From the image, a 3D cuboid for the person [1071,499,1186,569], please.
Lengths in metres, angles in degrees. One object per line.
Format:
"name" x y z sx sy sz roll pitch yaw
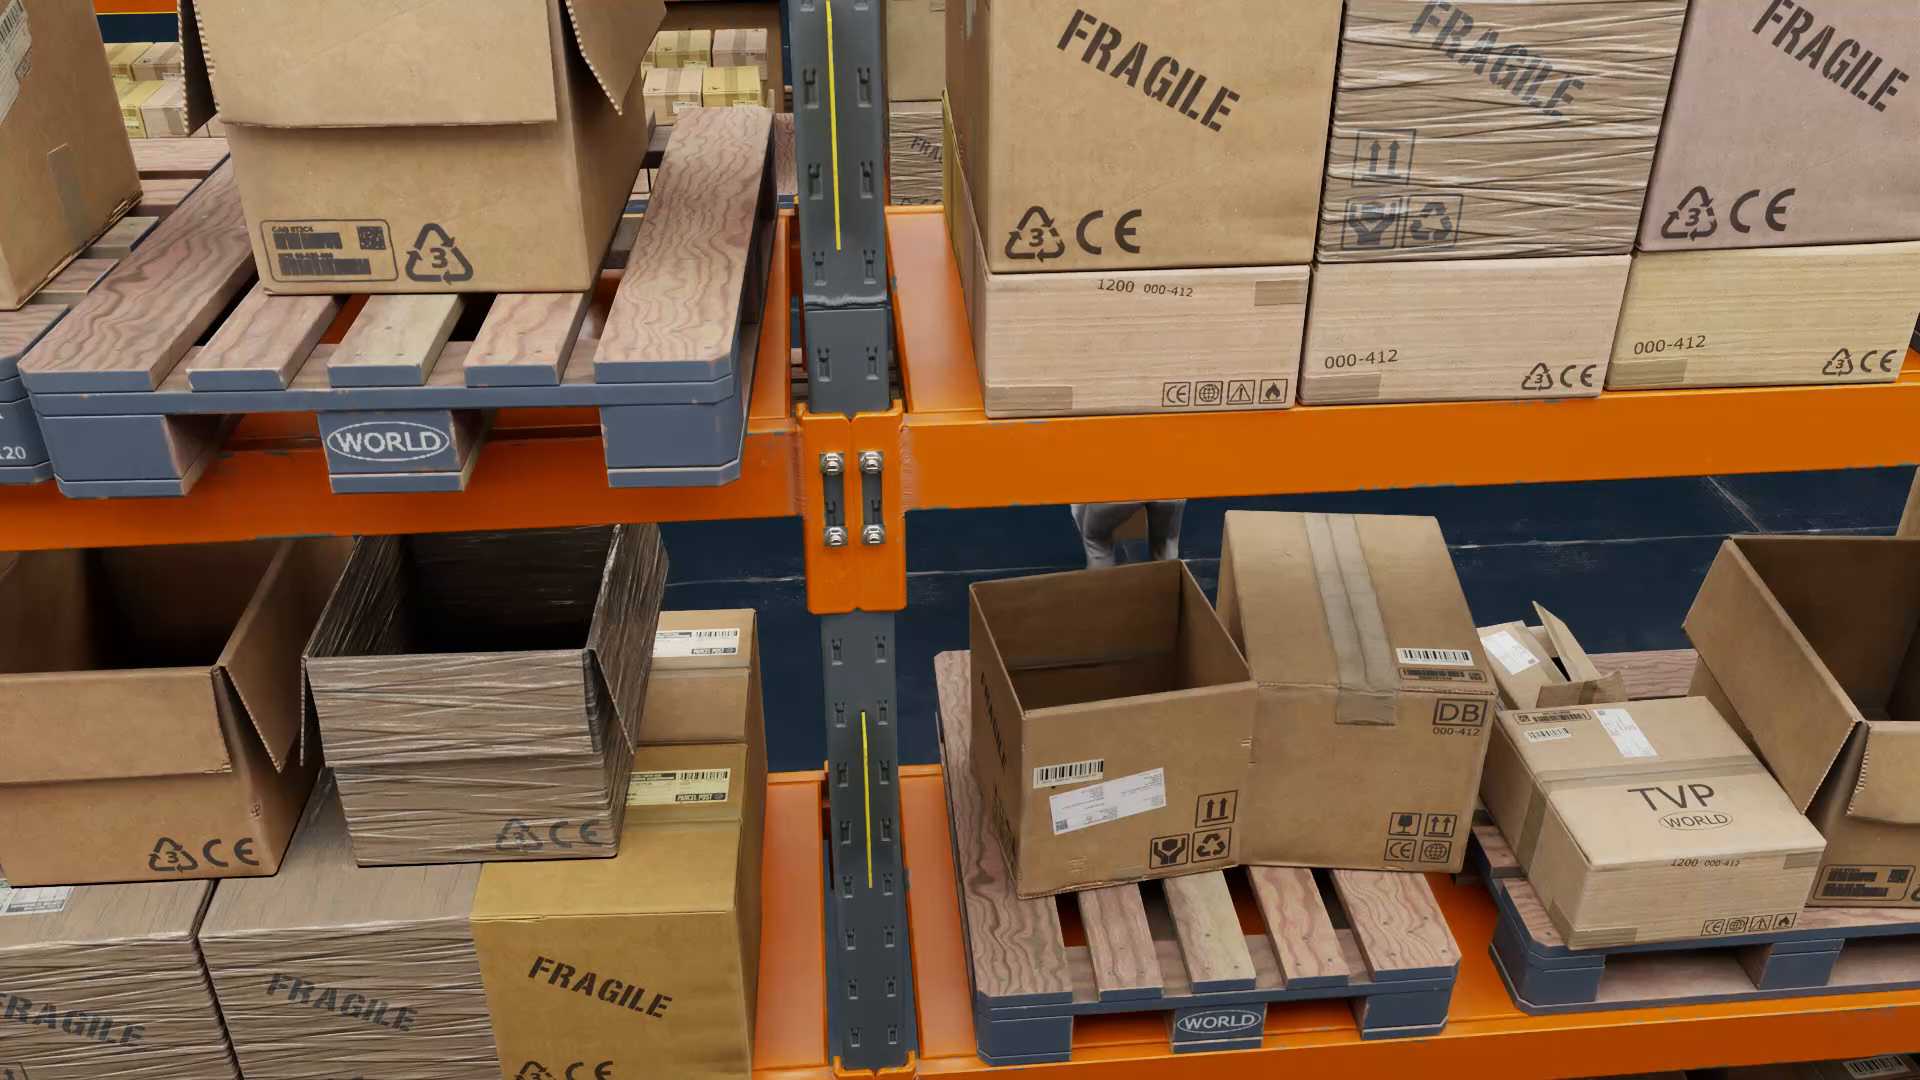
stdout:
"person" 0.682 -0.176 6.962 0.415 1.108 0.926 -4 31 -6
